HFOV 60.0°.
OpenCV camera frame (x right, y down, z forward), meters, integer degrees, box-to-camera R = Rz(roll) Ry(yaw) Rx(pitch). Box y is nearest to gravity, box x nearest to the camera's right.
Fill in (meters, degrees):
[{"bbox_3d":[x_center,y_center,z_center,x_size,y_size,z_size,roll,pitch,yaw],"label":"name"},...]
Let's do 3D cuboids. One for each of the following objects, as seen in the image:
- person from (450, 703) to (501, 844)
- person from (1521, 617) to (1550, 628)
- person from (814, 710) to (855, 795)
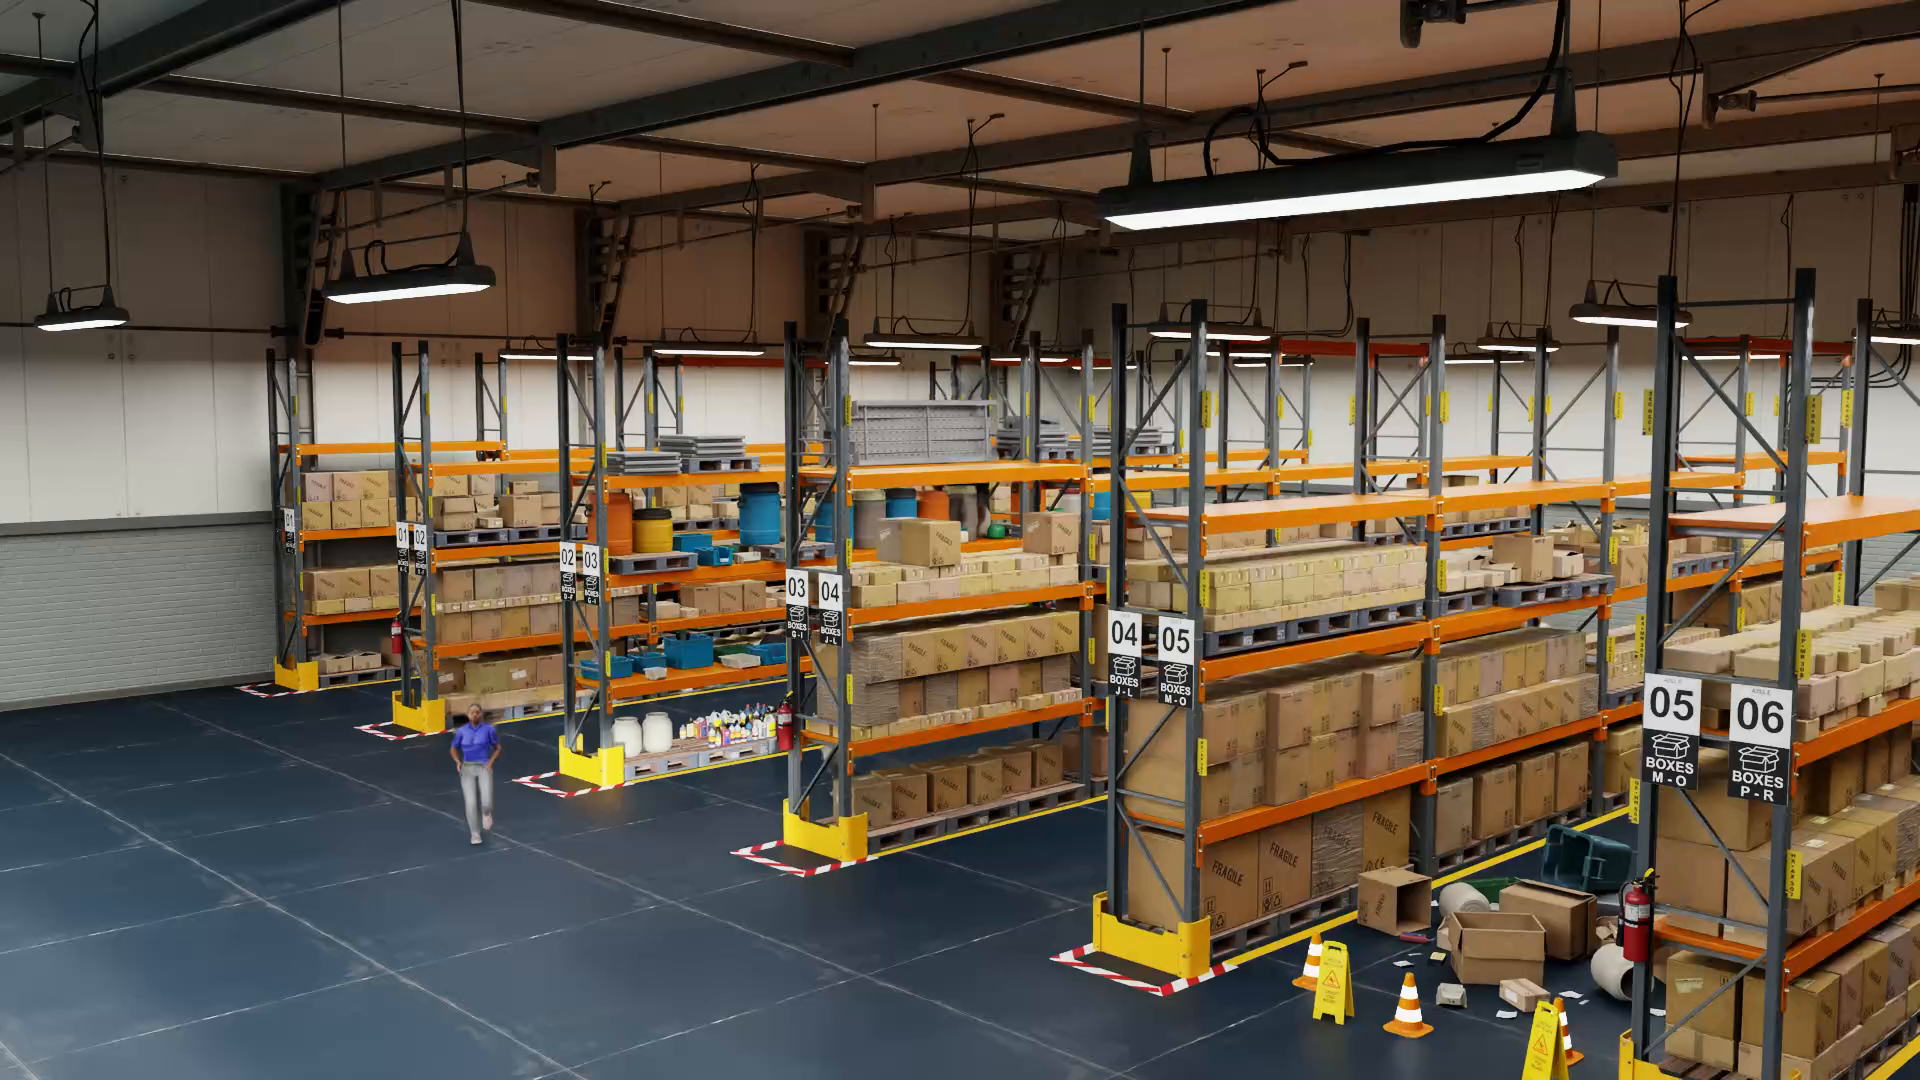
[{"bbox_3d":[-5.631,2.691,19.340,0.574,1.603,0.587,-1,5,-14],"label":"person"},{"bbox_3d":[9.230,1.957,26.773,0.642,1.840,0.861,4,6,40],"label":"person"},{"bbox_3d":[-1.637,2.443,21.398,0.645,1.732,0.592,4,7,42],"label":"person"}]
